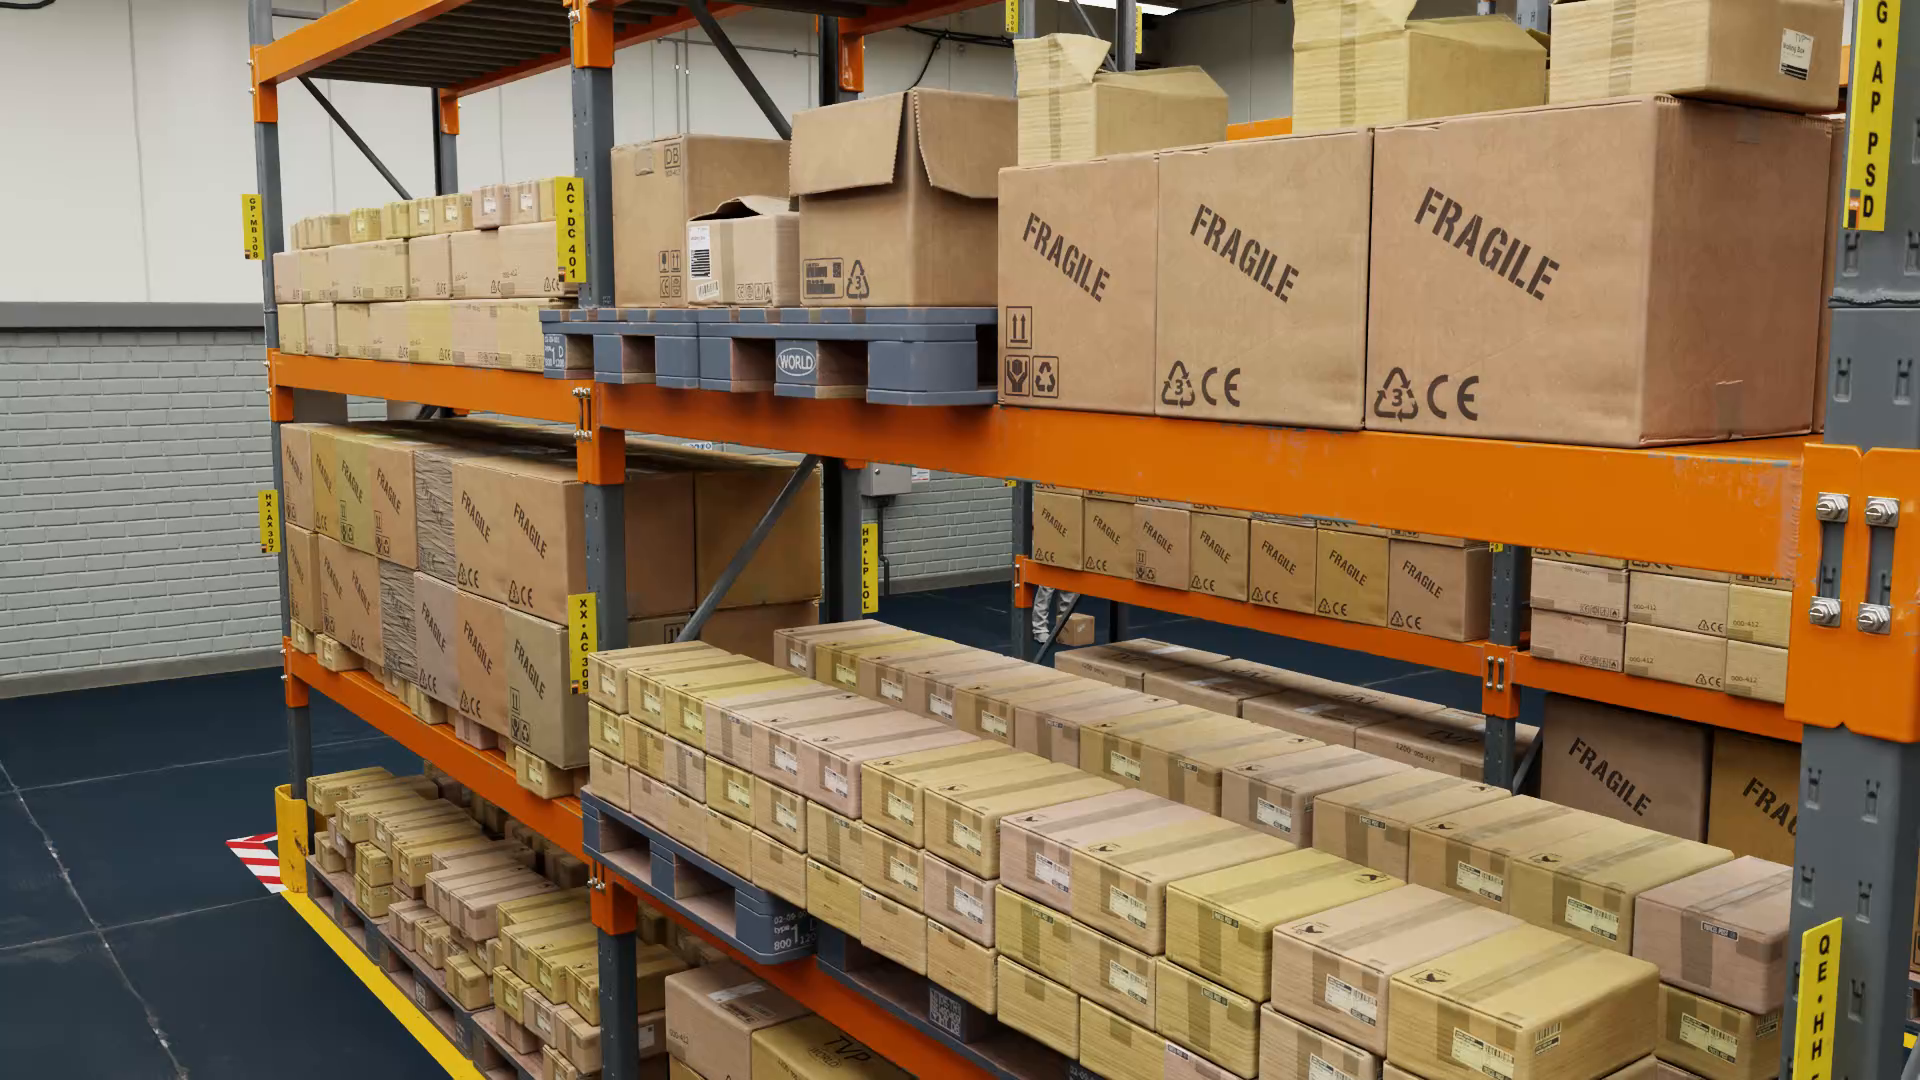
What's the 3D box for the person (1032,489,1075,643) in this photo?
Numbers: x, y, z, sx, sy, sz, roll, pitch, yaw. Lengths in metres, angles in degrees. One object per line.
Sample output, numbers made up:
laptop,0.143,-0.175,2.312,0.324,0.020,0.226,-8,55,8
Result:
person,0.911,0.048,15.399,0.619,1.775,0.446,-6,9,-35
